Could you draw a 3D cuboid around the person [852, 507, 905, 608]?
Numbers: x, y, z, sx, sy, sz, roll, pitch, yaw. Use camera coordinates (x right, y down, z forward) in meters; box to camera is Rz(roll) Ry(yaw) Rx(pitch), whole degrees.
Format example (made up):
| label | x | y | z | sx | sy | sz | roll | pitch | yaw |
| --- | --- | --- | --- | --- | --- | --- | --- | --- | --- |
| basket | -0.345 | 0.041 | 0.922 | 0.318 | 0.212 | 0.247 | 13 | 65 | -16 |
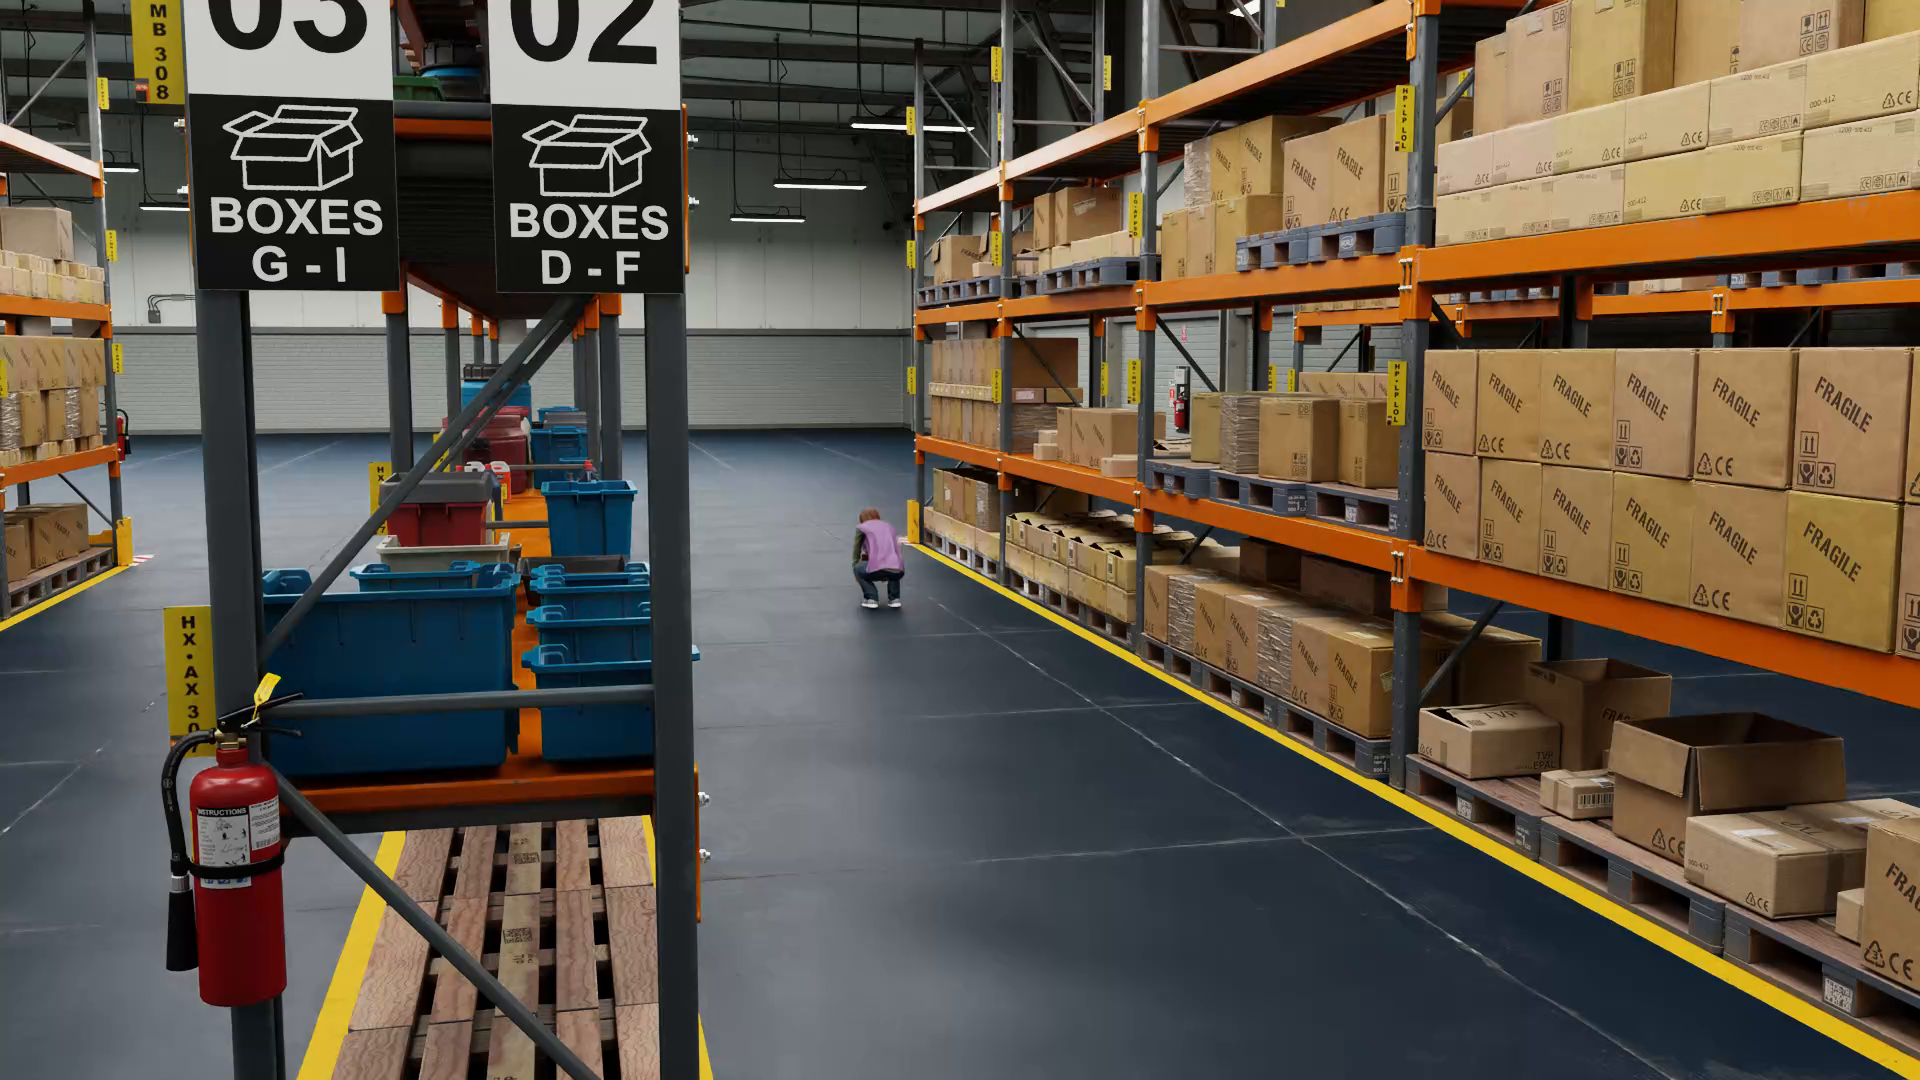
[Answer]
| label | x | y | z | sx | sy | sz | roll | pitch | yaw |
| --- | --- | --- | --- | --- | --- | --- | --- | --- | --- |
| person | -0.742 | 0.164 | 15.194 | 0.449 | 0.877 | 0.811 | -2 | 7 | -14 |
